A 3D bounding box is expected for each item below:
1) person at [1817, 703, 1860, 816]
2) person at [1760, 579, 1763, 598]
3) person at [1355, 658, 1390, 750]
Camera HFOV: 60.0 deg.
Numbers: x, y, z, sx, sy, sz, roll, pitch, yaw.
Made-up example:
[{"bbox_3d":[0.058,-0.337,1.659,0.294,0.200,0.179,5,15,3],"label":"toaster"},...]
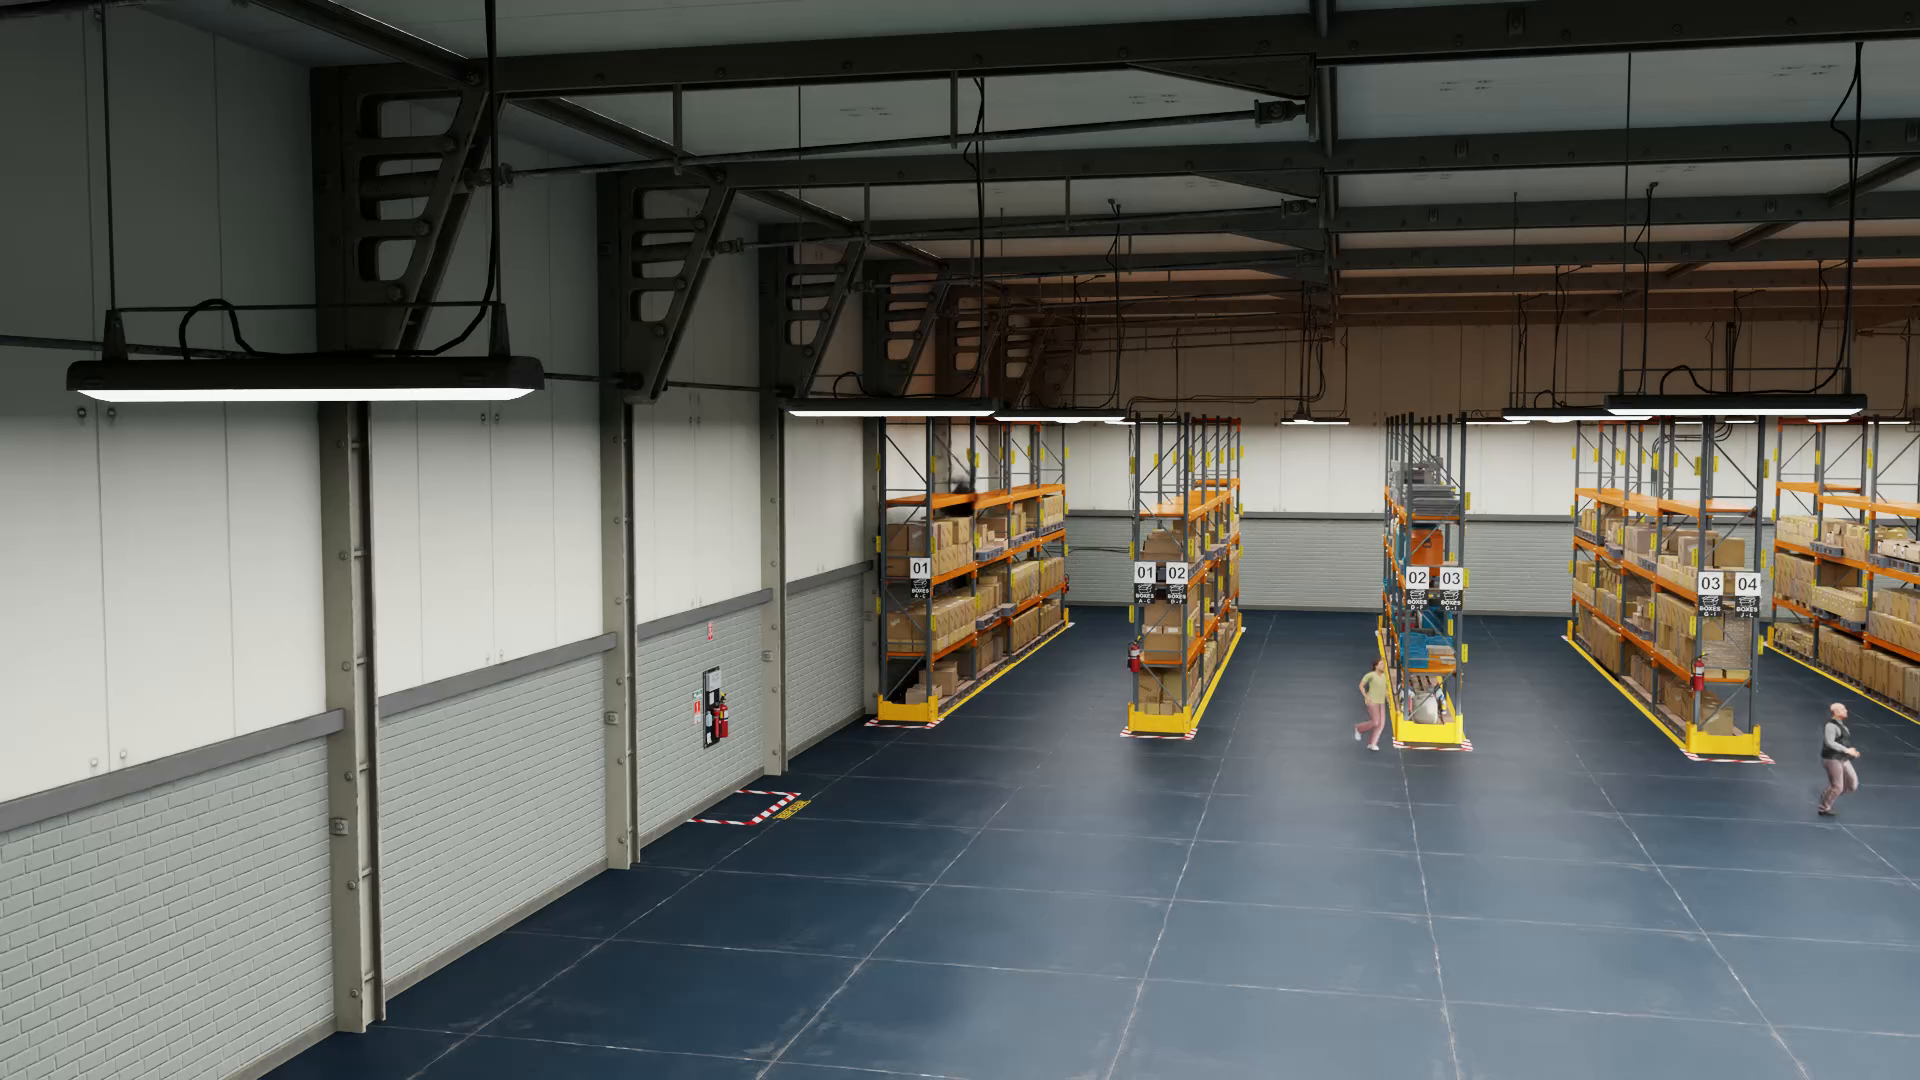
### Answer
[{"bbox_3d":[12.906,3.222,24.360,0.699,1.679,0.584,-4,5,-44],"label":"person"},{"bbox_3d":[21.368,1.840,45.006,0.599,1.764,0.807,1,4,16],"label":"person"},{"bbox_3d":[7.445,2.908,29.721,0.618,1.598,0.639,-2,4,-29],"label":"person"}]
